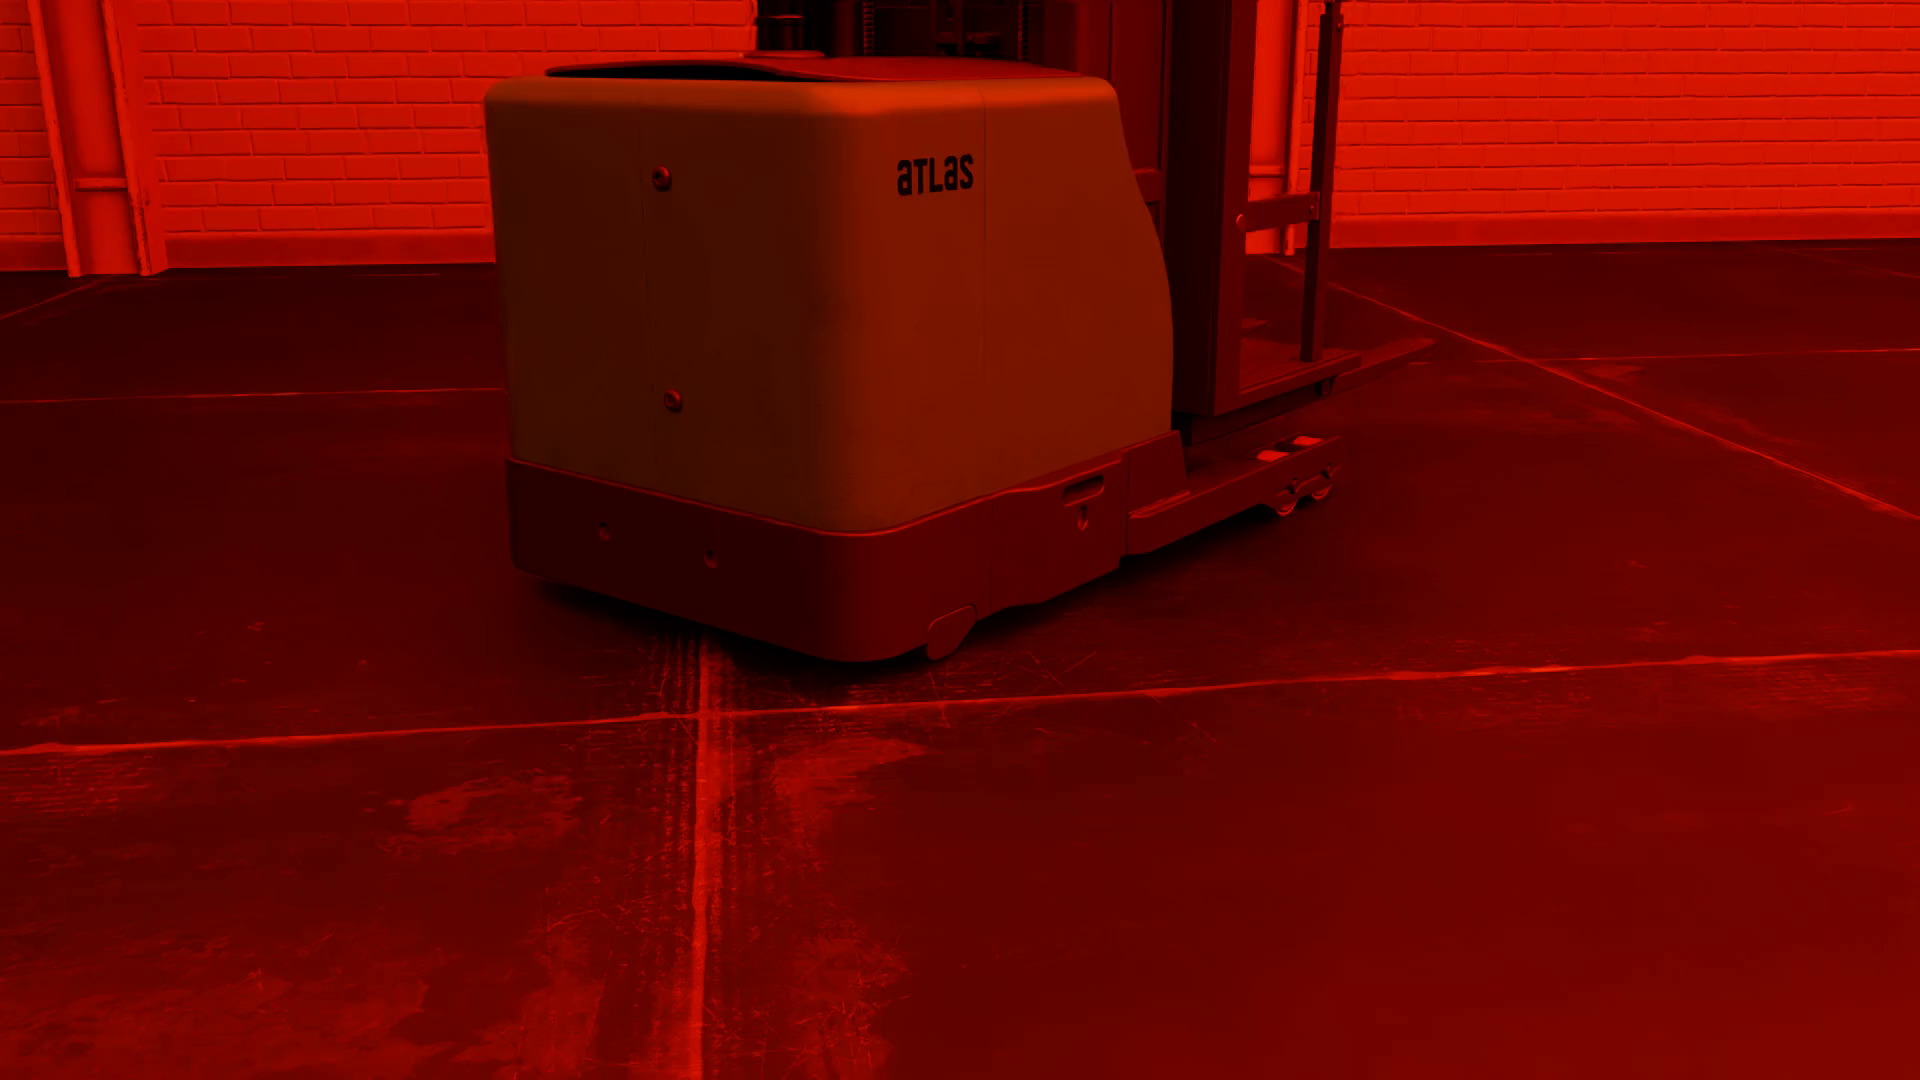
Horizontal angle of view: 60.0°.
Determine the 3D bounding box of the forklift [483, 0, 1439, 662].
[{"bbox_3d":[0.340,-1.540,3.995,1.130,2.935,3.031,13,21,36],"label":"forklift"}]
